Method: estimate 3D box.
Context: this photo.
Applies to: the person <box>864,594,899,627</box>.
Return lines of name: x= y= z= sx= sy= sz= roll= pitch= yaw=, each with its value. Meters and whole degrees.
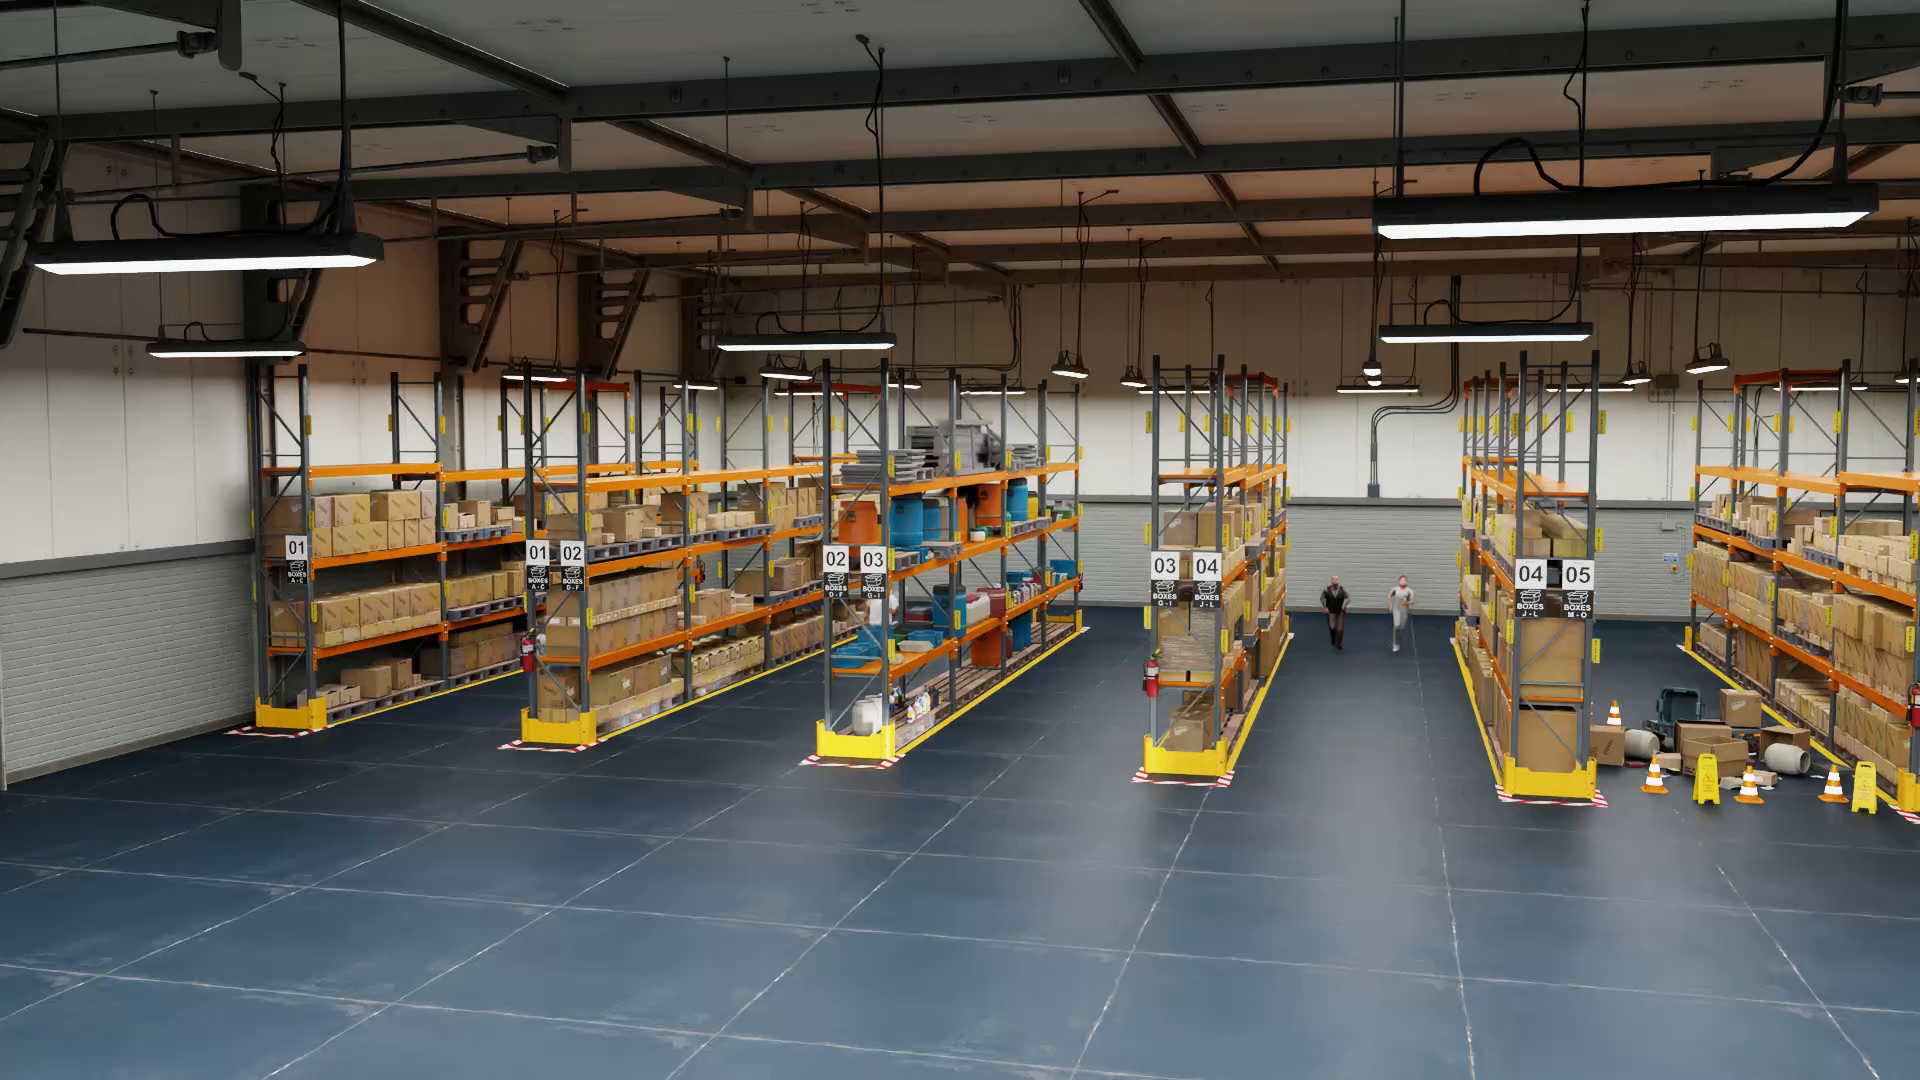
person: x=-1.521 y=1.641 z=31.801 sx=0.710 sy=1.792 sz=0.897 roll=1 pitch=4 yaw=12

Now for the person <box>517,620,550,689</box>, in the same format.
person: x=-7.364 y=2.183 z=28.702 sx=0.601 sy=1.671 sz=0.618 roll=1 pitch=4 yaw=15

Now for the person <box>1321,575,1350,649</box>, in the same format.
person: x=8.392 y=1.620 z=37.143 sx=0.642 sy=1.662 sz=0.625 roll=1 pitch=4 yaw=8

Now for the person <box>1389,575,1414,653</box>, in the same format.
person: x=9.781 y=1.622 z=36.862 sx=0.549 sy=1.687 sz=0.655 roll=1 pitch=4 yaw=12
